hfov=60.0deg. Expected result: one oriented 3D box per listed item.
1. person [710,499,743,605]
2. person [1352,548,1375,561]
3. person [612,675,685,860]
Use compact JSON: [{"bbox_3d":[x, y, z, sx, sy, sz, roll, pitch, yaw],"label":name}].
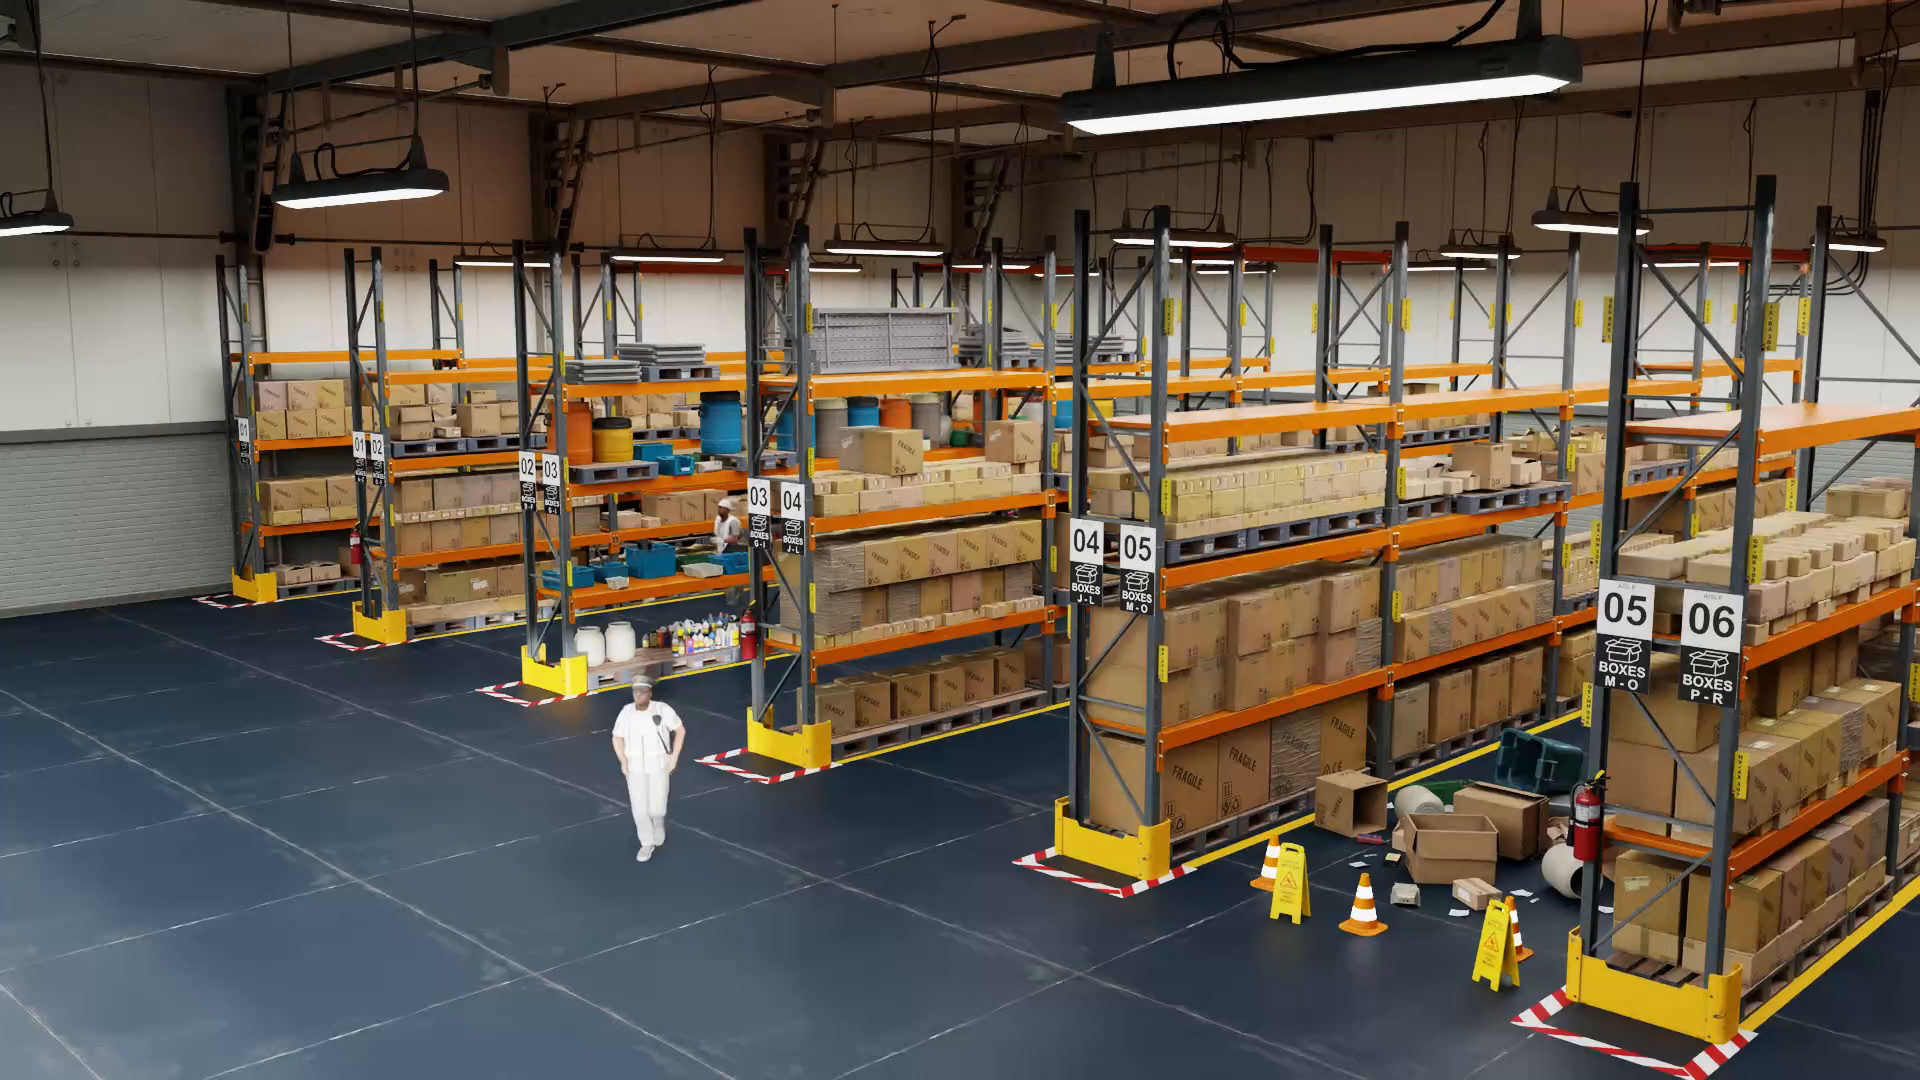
[{"bbox_3d":[-3.817,0.210,26.897,0.729,1.758,0.708,8,11,44],"label":"person"},{"bbox_3d":[5.856,0.890,24.112,0.694,1.763,0.672,7,11,41],"label":"person"},{"bbox_3d":[-2.927,2.118,15.561,0.667,1.751,0.522,0,8,-1],"label":"person"}]
